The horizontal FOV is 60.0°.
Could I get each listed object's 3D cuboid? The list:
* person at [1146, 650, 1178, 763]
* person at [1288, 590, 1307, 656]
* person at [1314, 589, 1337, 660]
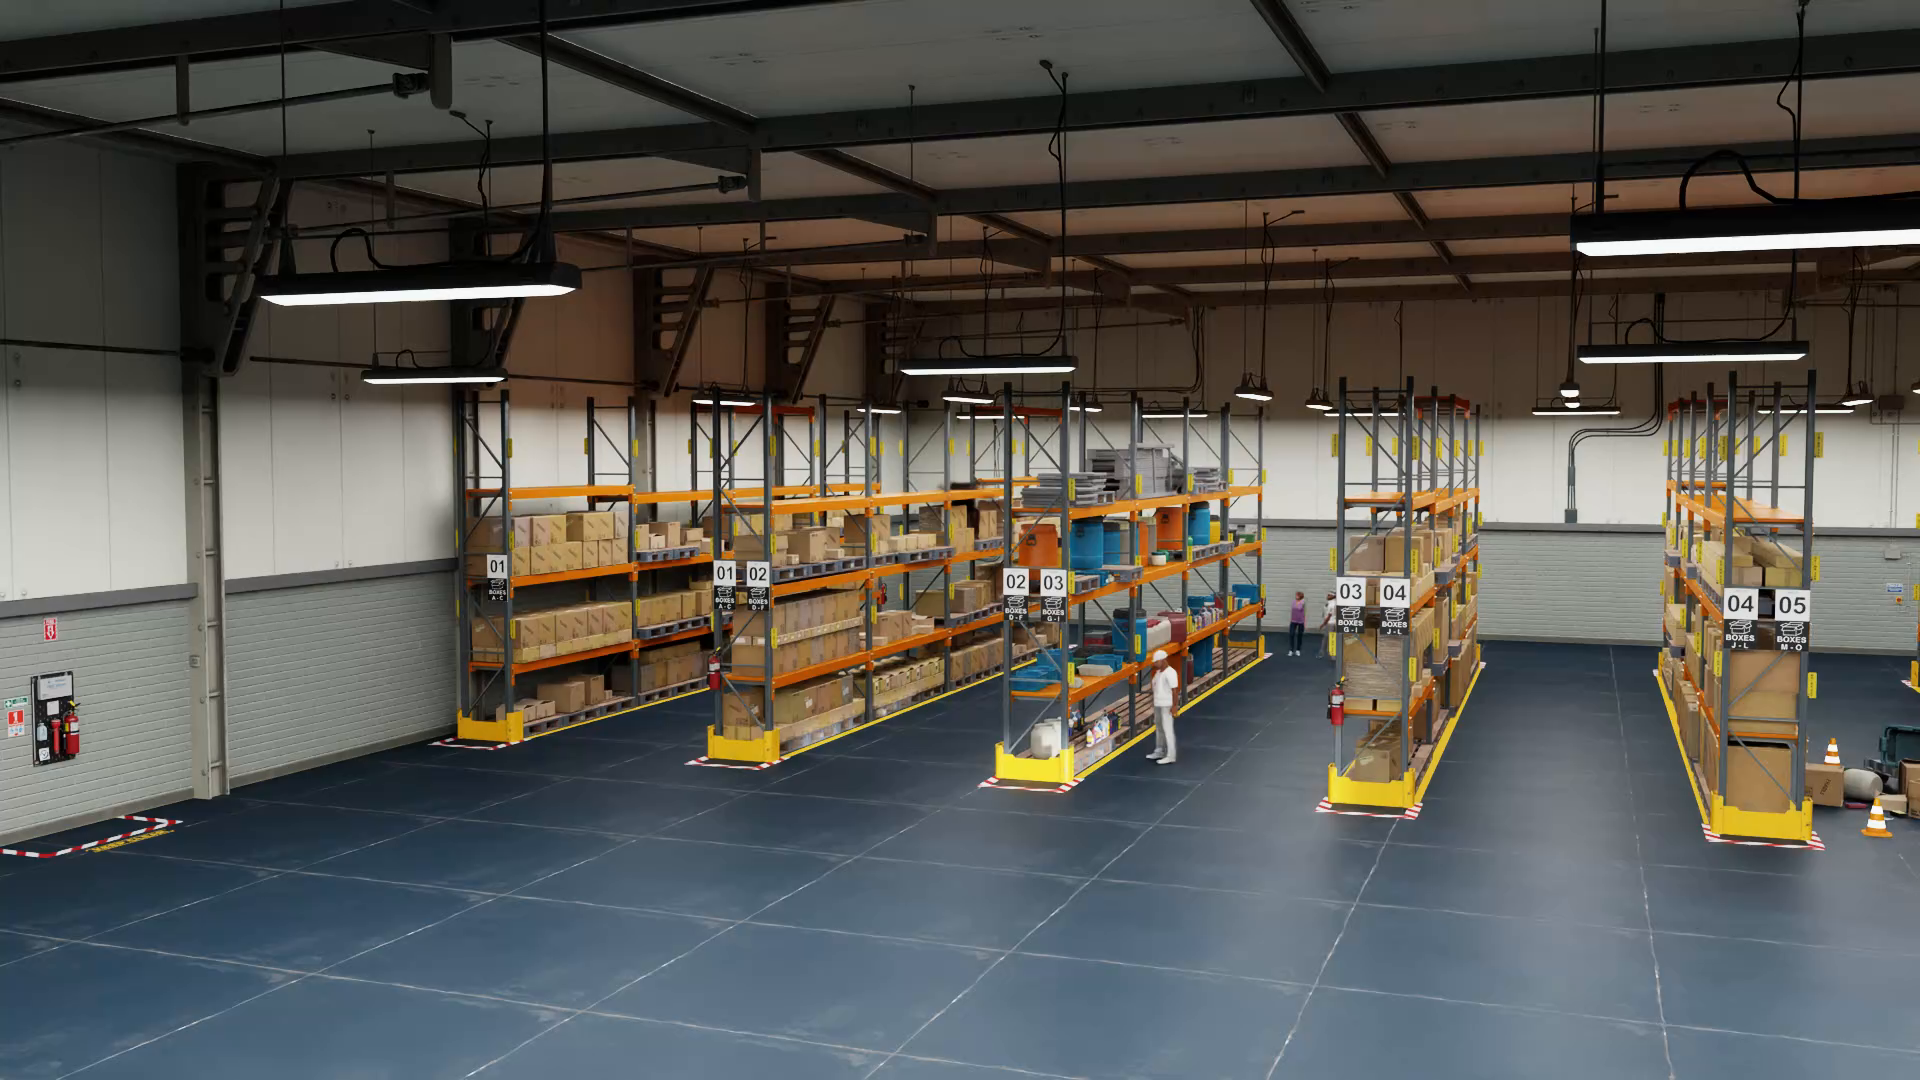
[{"bbox_3d":[3.227,2.645,26.626,0.419,1.764,0.628,-1,3,-18],"label":"person"},{"bbox_3d":[8.178,2.012,40.233,0.465,1.583,0.442,1,3,25],"label":"person"},{"bbox_3d":[8.669,1.996,39.305,0.842,1.675,0.547,3,4,41],"label":"person"}]
